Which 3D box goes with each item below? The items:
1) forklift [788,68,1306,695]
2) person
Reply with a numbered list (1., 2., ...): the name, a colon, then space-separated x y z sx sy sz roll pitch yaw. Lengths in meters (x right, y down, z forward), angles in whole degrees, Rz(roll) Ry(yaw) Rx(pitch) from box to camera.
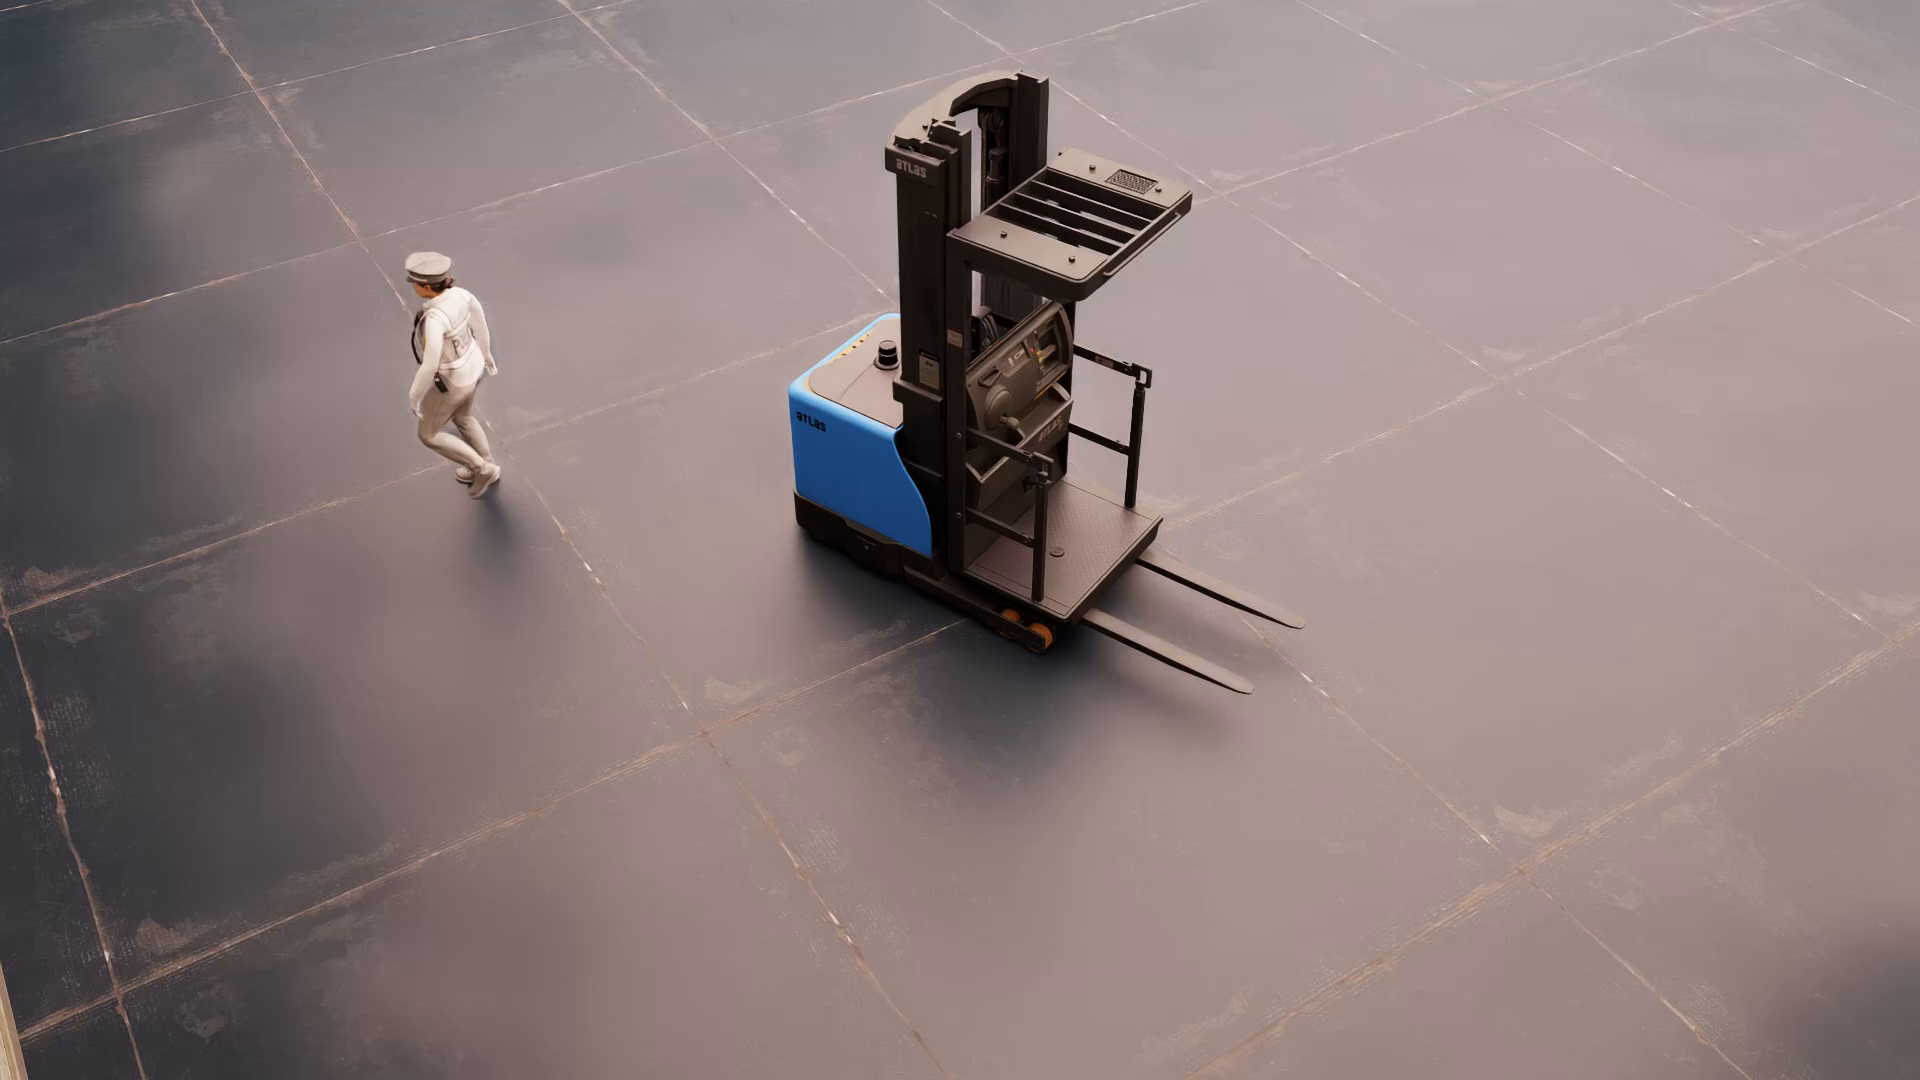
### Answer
1. forklift: 0.496 -0.872 8.869 3.031 2.935 1.130 25 47 26
2. person: -3.036 -0.966 9.955 0.449 1.650 0.654 5 41 6
